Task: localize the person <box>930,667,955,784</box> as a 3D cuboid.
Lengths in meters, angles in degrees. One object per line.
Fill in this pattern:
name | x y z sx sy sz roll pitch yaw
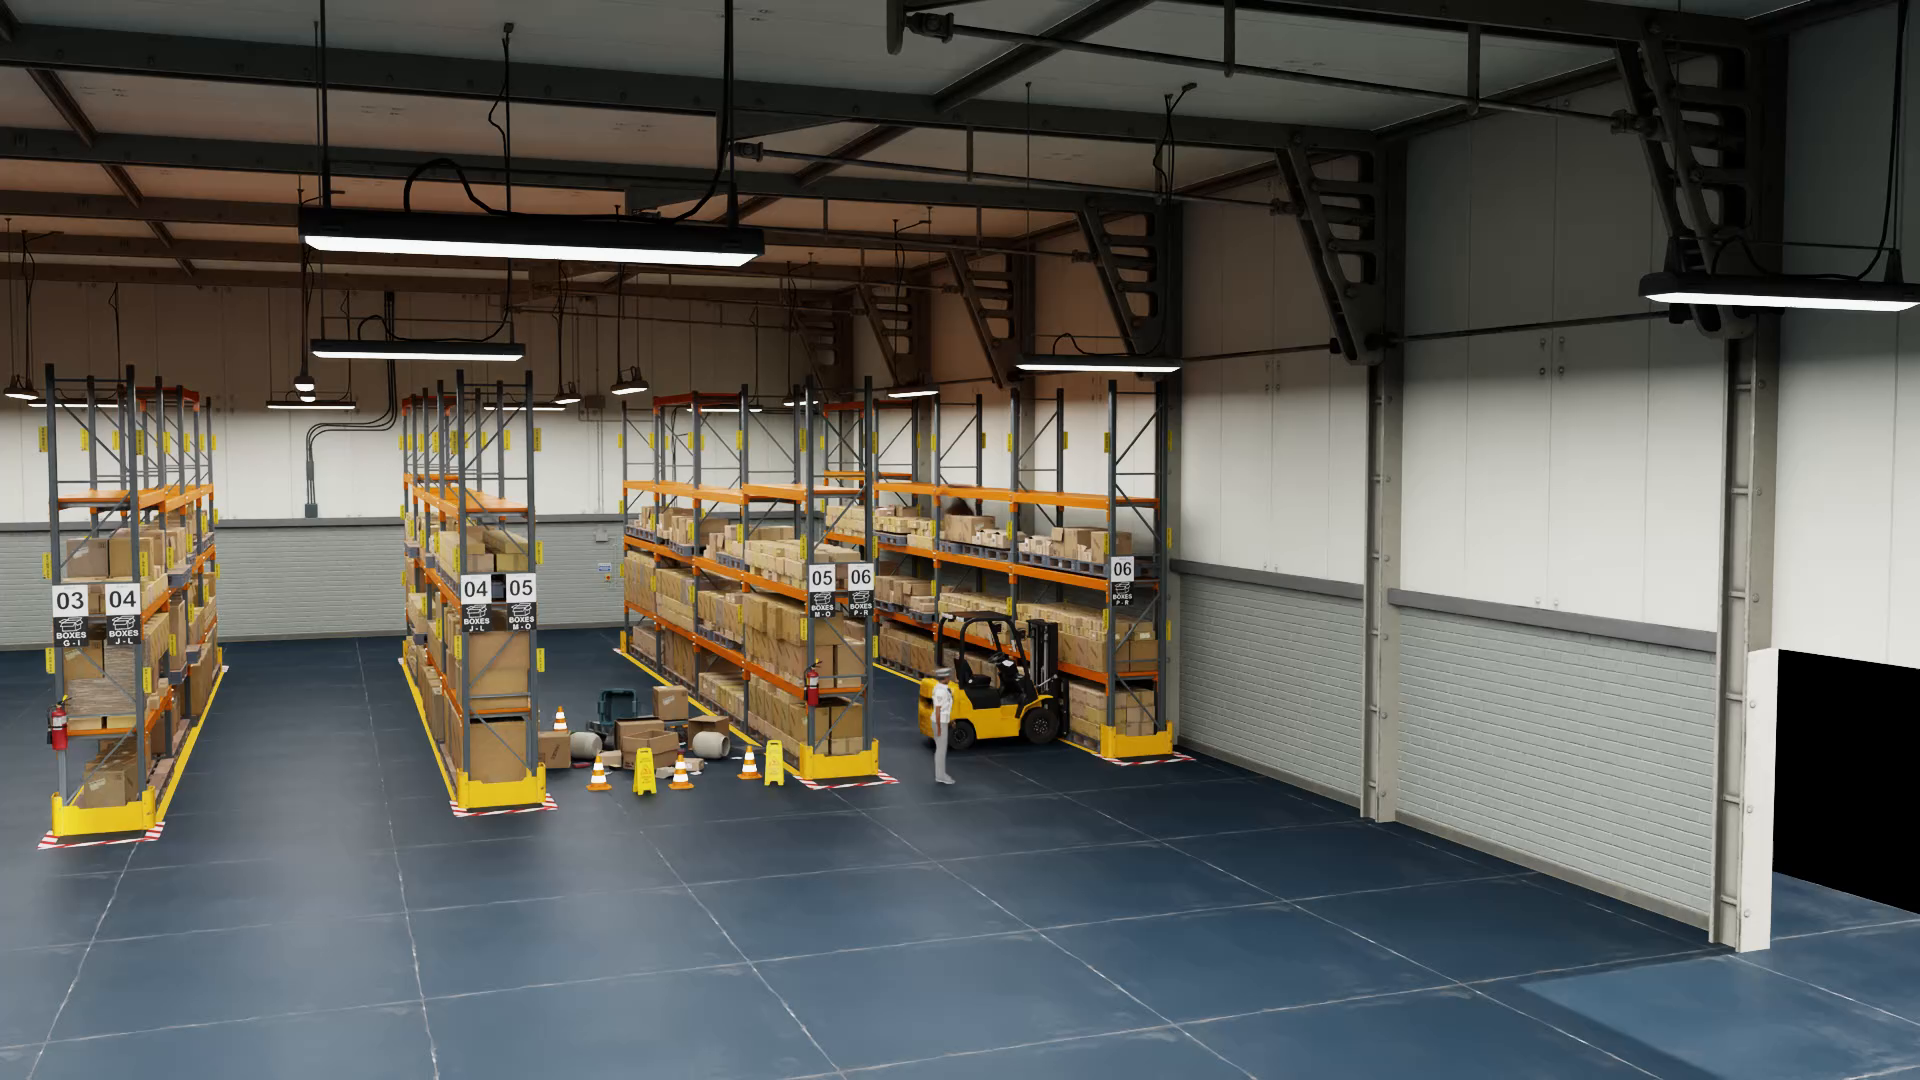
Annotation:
person | -0.258 2.735 24.622 0.381 1.689 0.496 0 3 1
